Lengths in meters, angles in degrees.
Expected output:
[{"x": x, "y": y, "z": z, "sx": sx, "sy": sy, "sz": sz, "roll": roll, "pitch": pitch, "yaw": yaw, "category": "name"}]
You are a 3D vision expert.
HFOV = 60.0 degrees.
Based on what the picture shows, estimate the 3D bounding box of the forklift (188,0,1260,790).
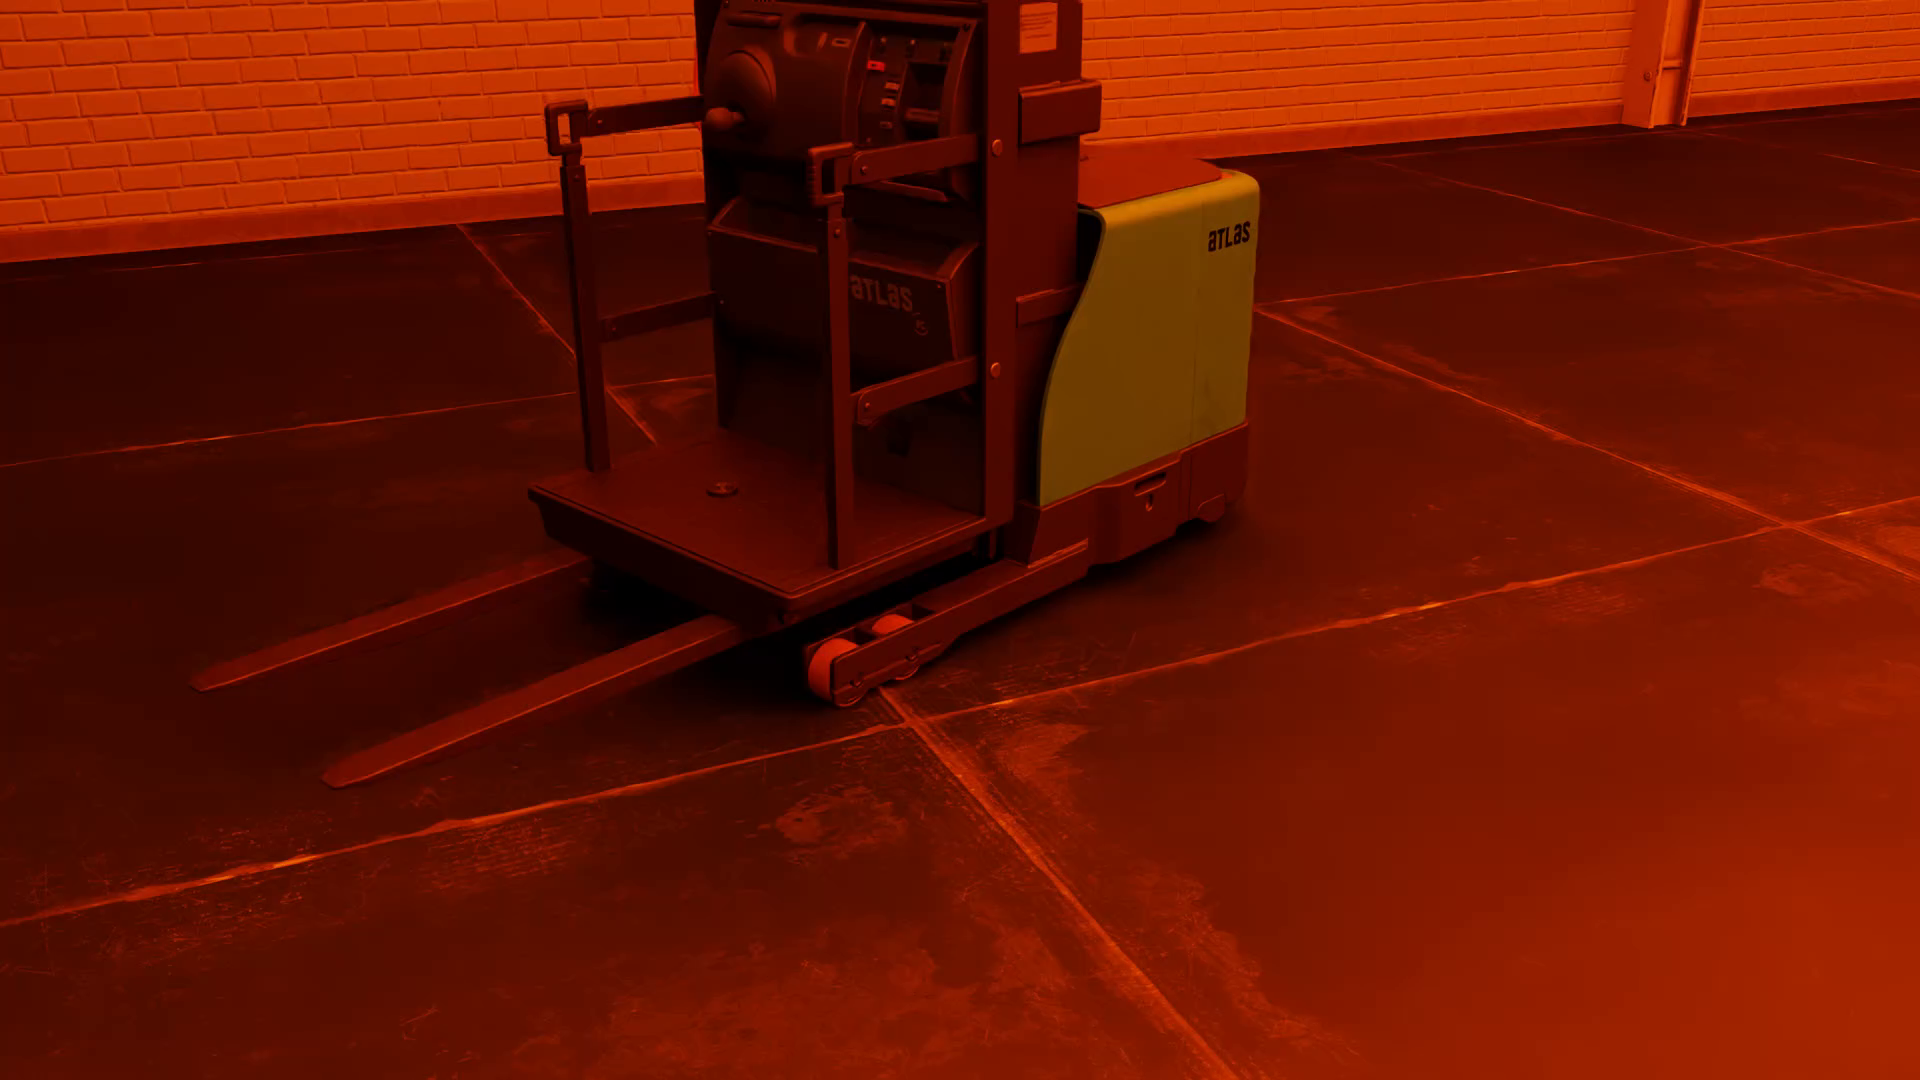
[{"x": -0.466, "y": -1.162, "z": 4.083, "sx": 1.130, "sy": 2.935, "sz": 3.031, "roll": 20, "pitch": 30, "yaw": 39, "category": "forklift"}]

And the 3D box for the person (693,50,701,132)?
[{"x": -0.953, "y": -2.155, "z": 8.163, "sx": 0.722, "sy": 1.641, "sz": 0.446, "roll": -4, "pitch": 23, "yaw": -11, "category": "person"}]
